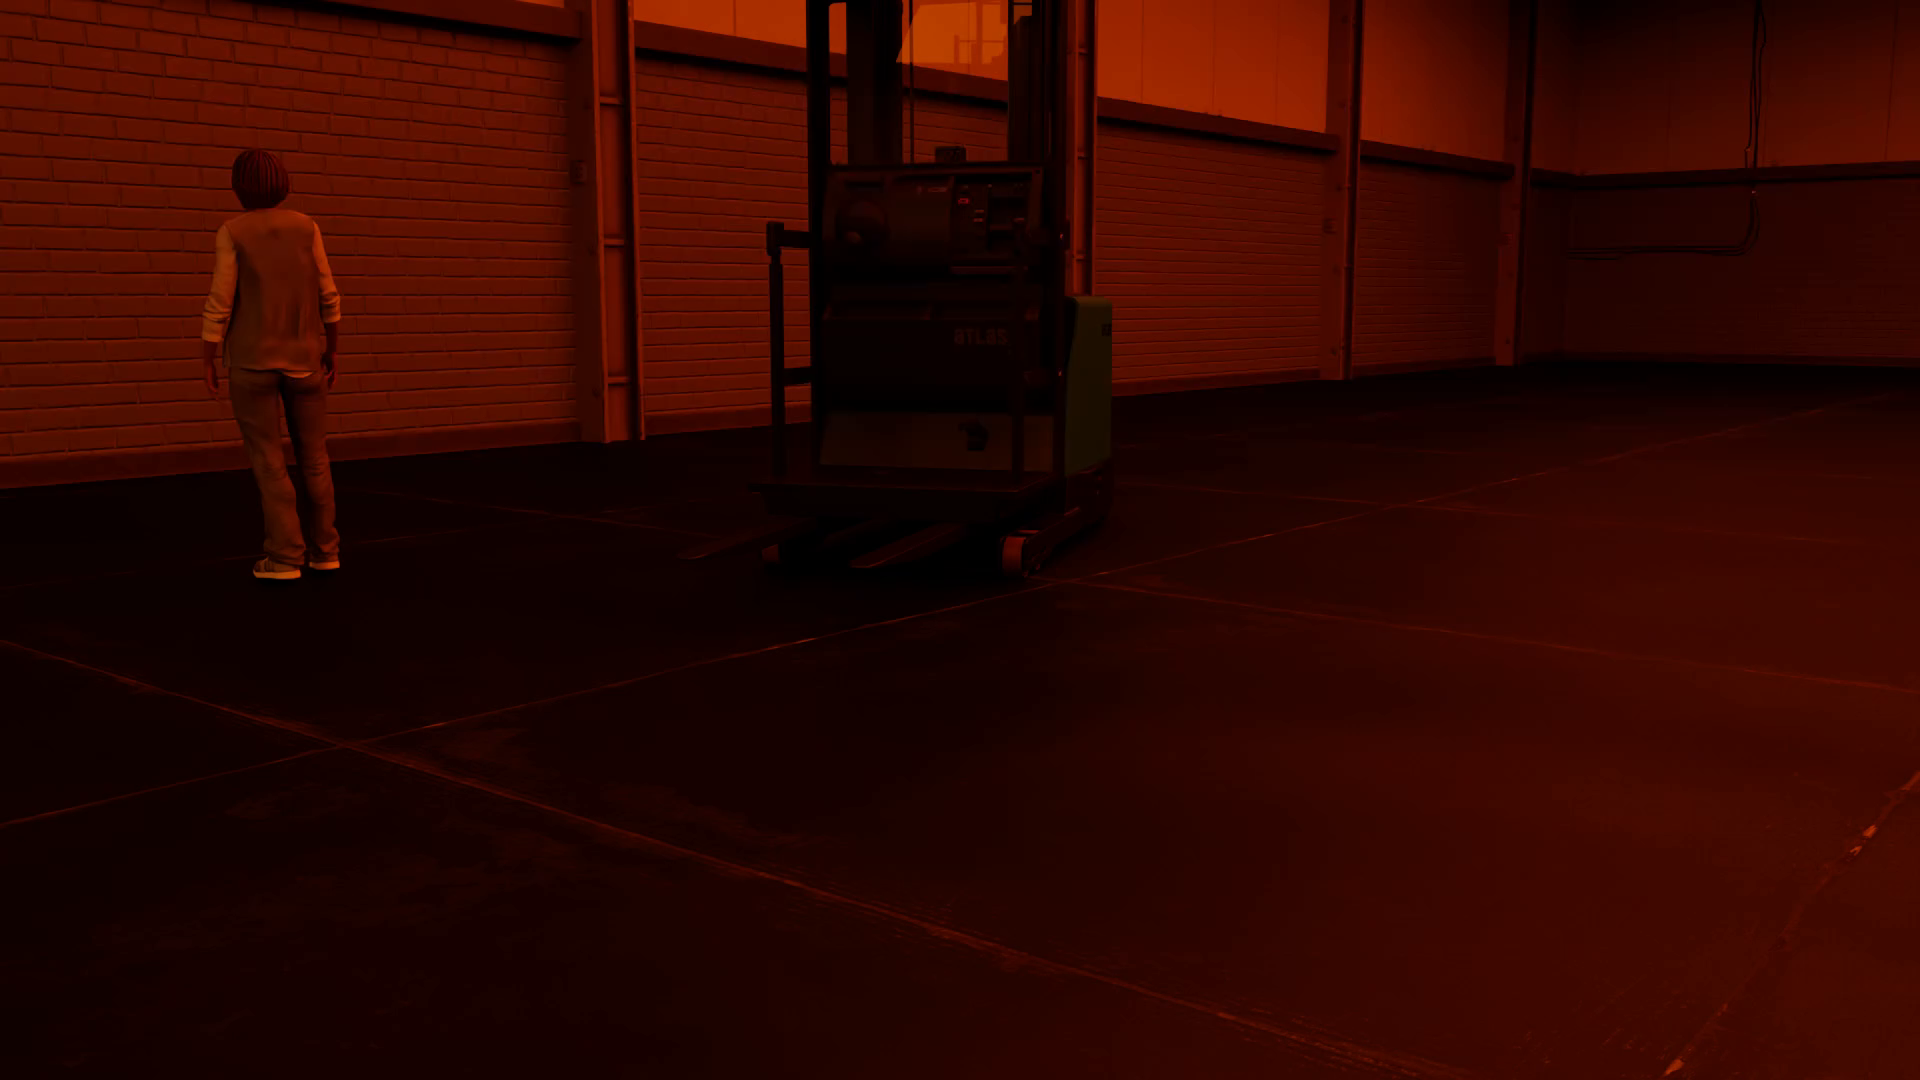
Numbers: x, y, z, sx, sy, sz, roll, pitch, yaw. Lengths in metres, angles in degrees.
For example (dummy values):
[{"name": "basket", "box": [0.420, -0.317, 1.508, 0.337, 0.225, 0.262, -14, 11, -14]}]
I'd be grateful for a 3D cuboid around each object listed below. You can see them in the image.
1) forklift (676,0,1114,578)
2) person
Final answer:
[{"name": "forklift", "box": [-0.176, -1.366, 6.616, 1.130, 2.935, 3.031, 3, 9, 17]}, {"name": "person", "box": [-2.588, -0.644, 6.241, 0.518, 1.597, 0.476, -7, 11, -40]}]
